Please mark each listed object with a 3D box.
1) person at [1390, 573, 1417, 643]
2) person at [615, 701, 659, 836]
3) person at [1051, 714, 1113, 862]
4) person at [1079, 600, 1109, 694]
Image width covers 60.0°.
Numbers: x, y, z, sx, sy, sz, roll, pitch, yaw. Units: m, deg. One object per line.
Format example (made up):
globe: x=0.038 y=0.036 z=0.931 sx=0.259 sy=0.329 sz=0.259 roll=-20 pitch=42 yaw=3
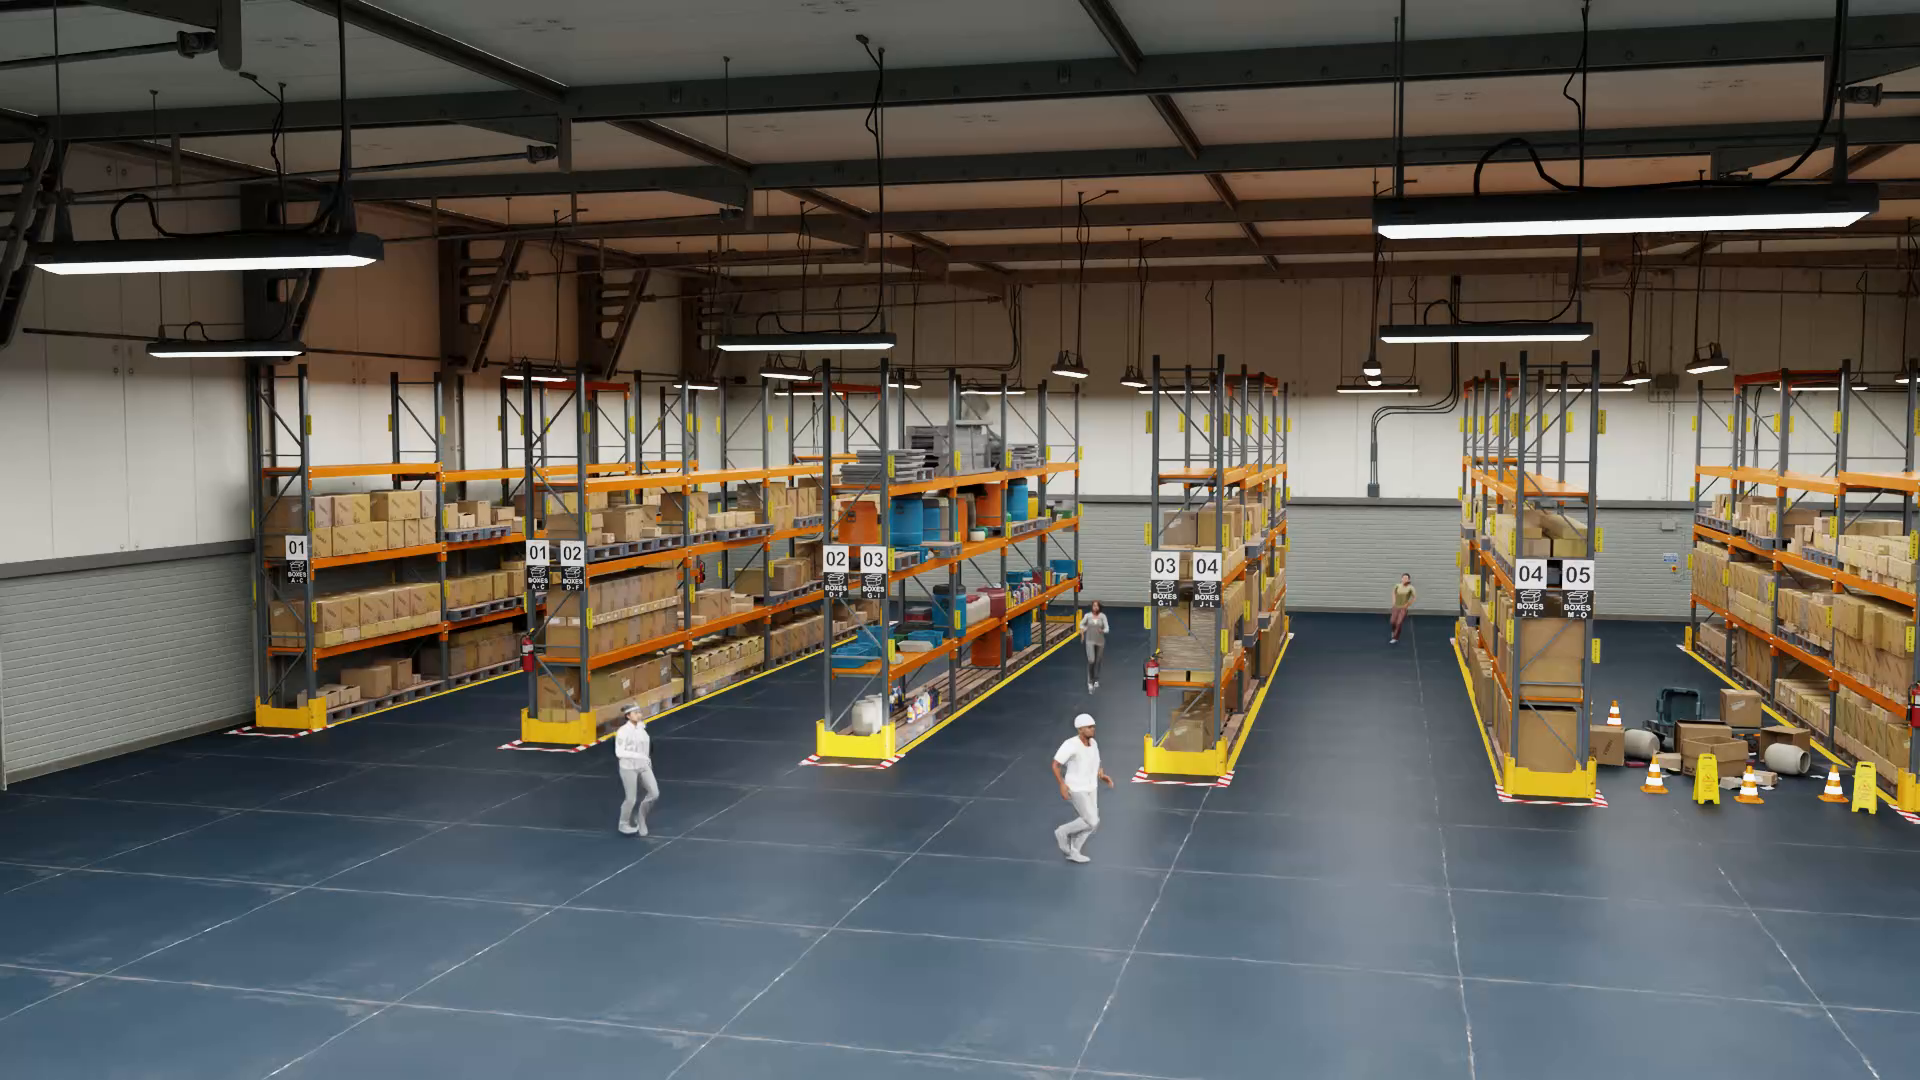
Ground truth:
person: x=10.209 y=1.569 z=38.291 sx=0.636 sy=1.625 sz=0.528 roll=2 pitch=5 yaw=32
person: x=-3.909 y=2.775 z=20.154 sx=0.653 sy=1.686 sz=0.588 roll=3 pitch=5 yaw=39
person: x=1.409 y=2.836 z=18.977 sx=0.620 sy=1.711 sz=0.694 roll=3 pitch=5 yaw=40
person: x=2.388 y=1.891 z=29.487 sx=0.503 sy=1.661 sz=0.666 roll=0 pitch=4 yaw=-3
